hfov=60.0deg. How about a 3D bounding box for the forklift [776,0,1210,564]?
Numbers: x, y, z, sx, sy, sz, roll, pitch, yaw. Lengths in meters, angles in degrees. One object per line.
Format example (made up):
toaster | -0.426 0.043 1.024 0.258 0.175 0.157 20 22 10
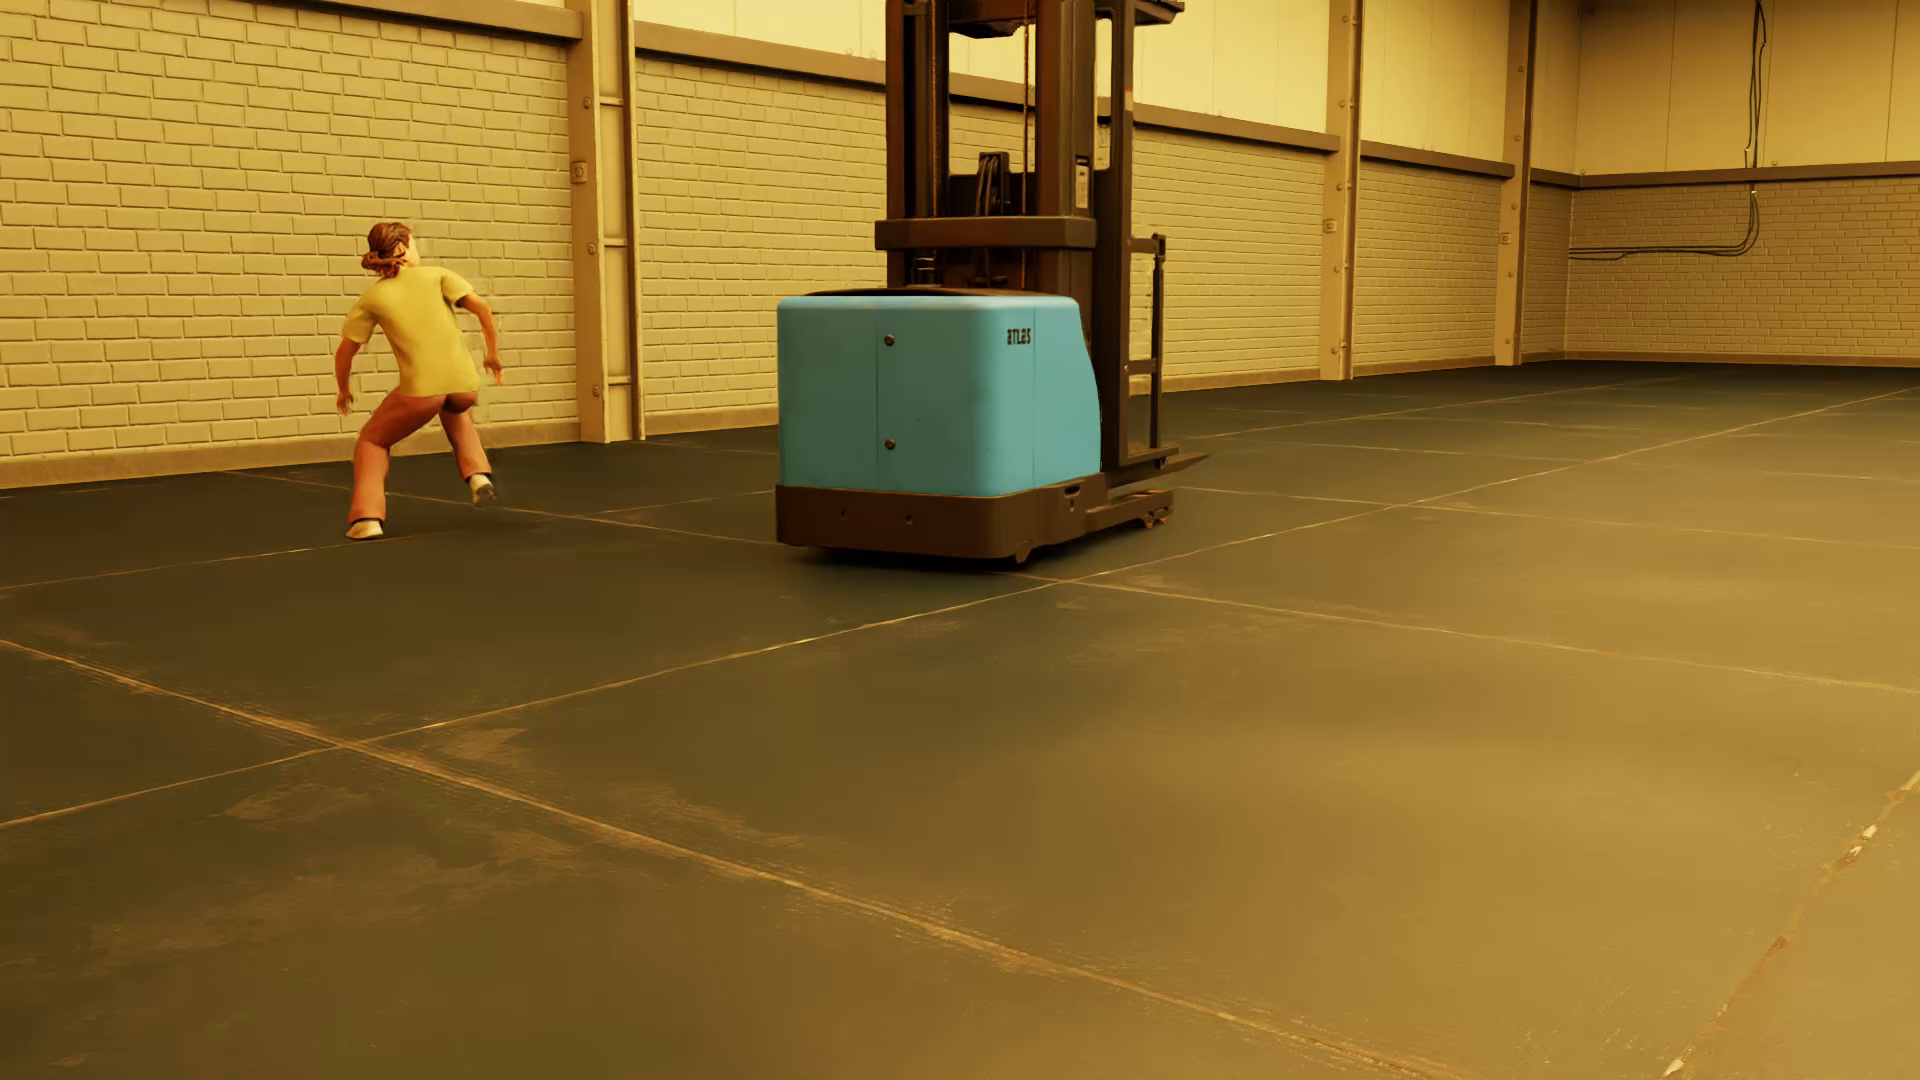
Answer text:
forklift | 0.369 -1.529 7.731 1.130 2.935 3.031 4 9 27

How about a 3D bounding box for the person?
person | -2.469 -0.720 7.596 0.719 1.438 0.585 -5 10 -29
